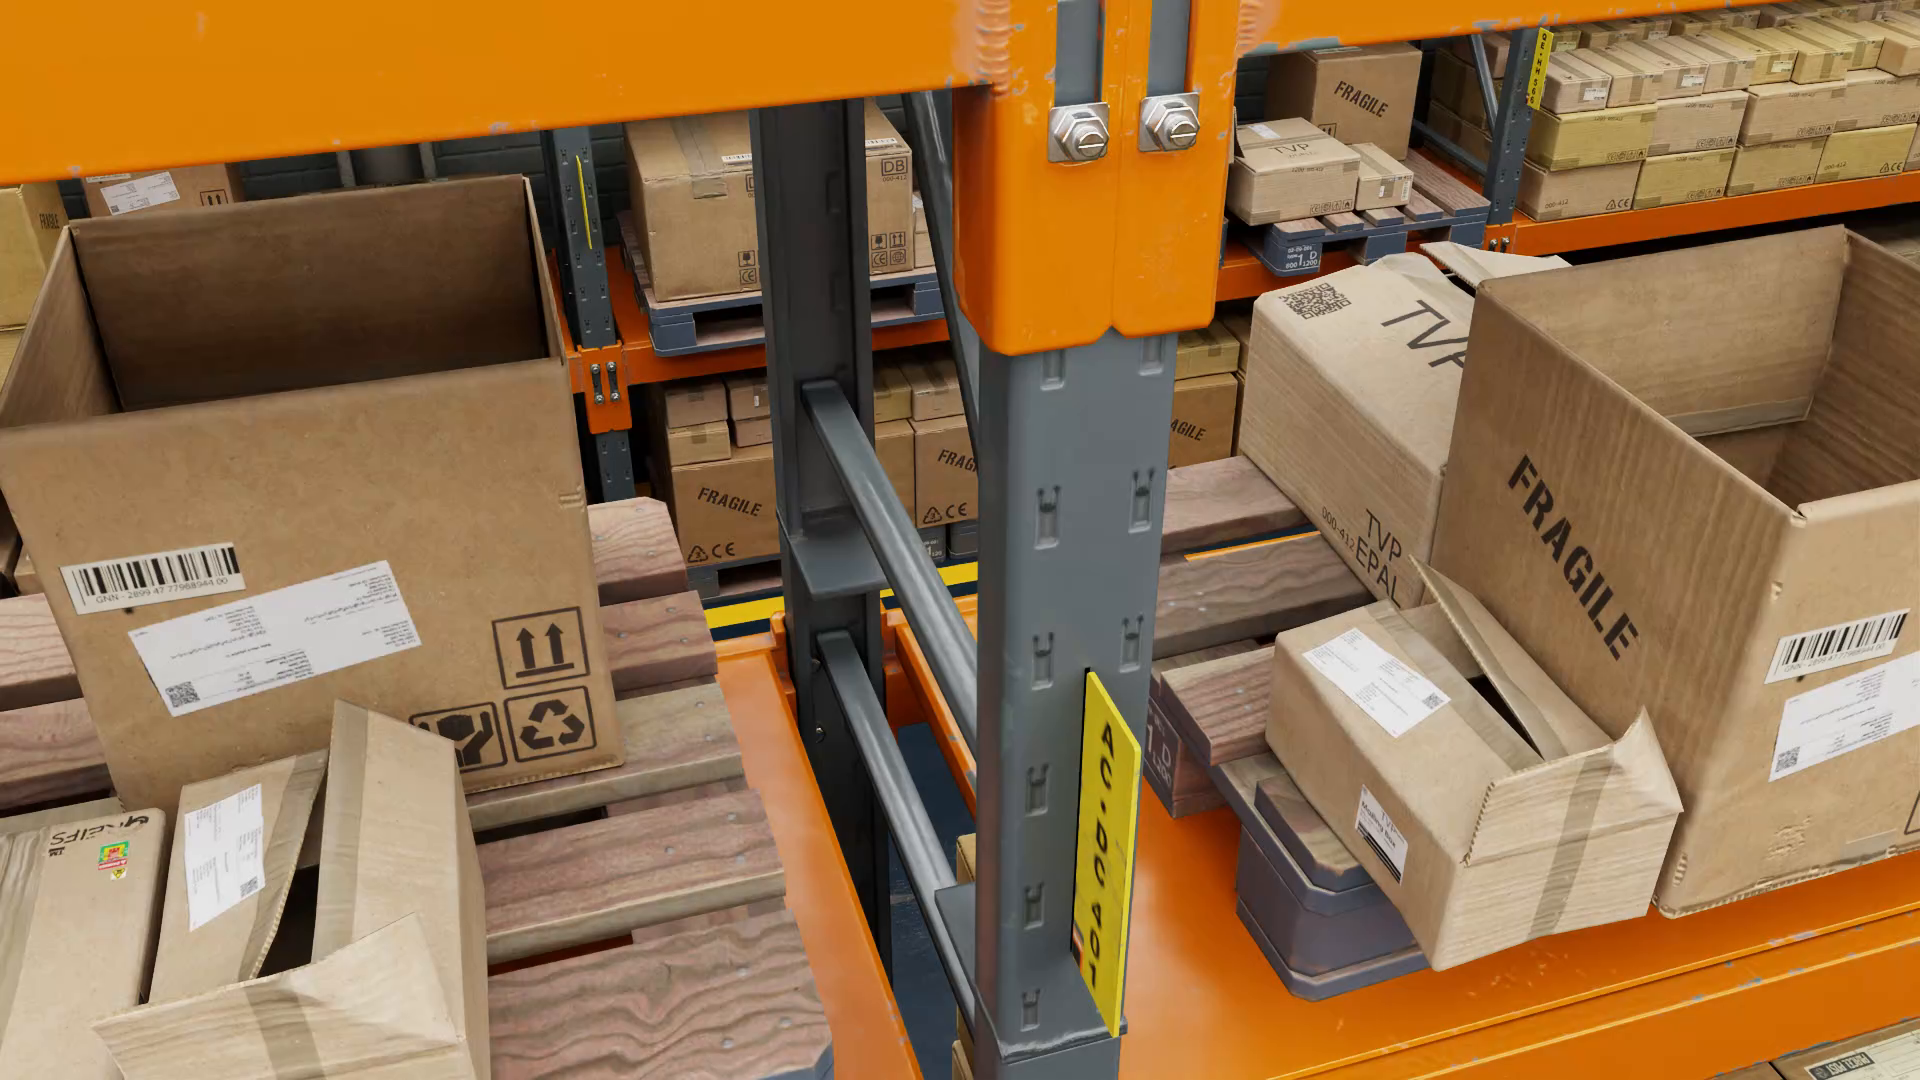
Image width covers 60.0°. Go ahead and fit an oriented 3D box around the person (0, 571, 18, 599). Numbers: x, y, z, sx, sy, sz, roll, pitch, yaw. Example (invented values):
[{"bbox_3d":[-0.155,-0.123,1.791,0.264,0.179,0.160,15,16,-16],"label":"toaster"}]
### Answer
[{"bbox_3d":[-3.008,0.699,5.110,0.478,1.756,0.537,-8,35,-12],"label":"person"}]
